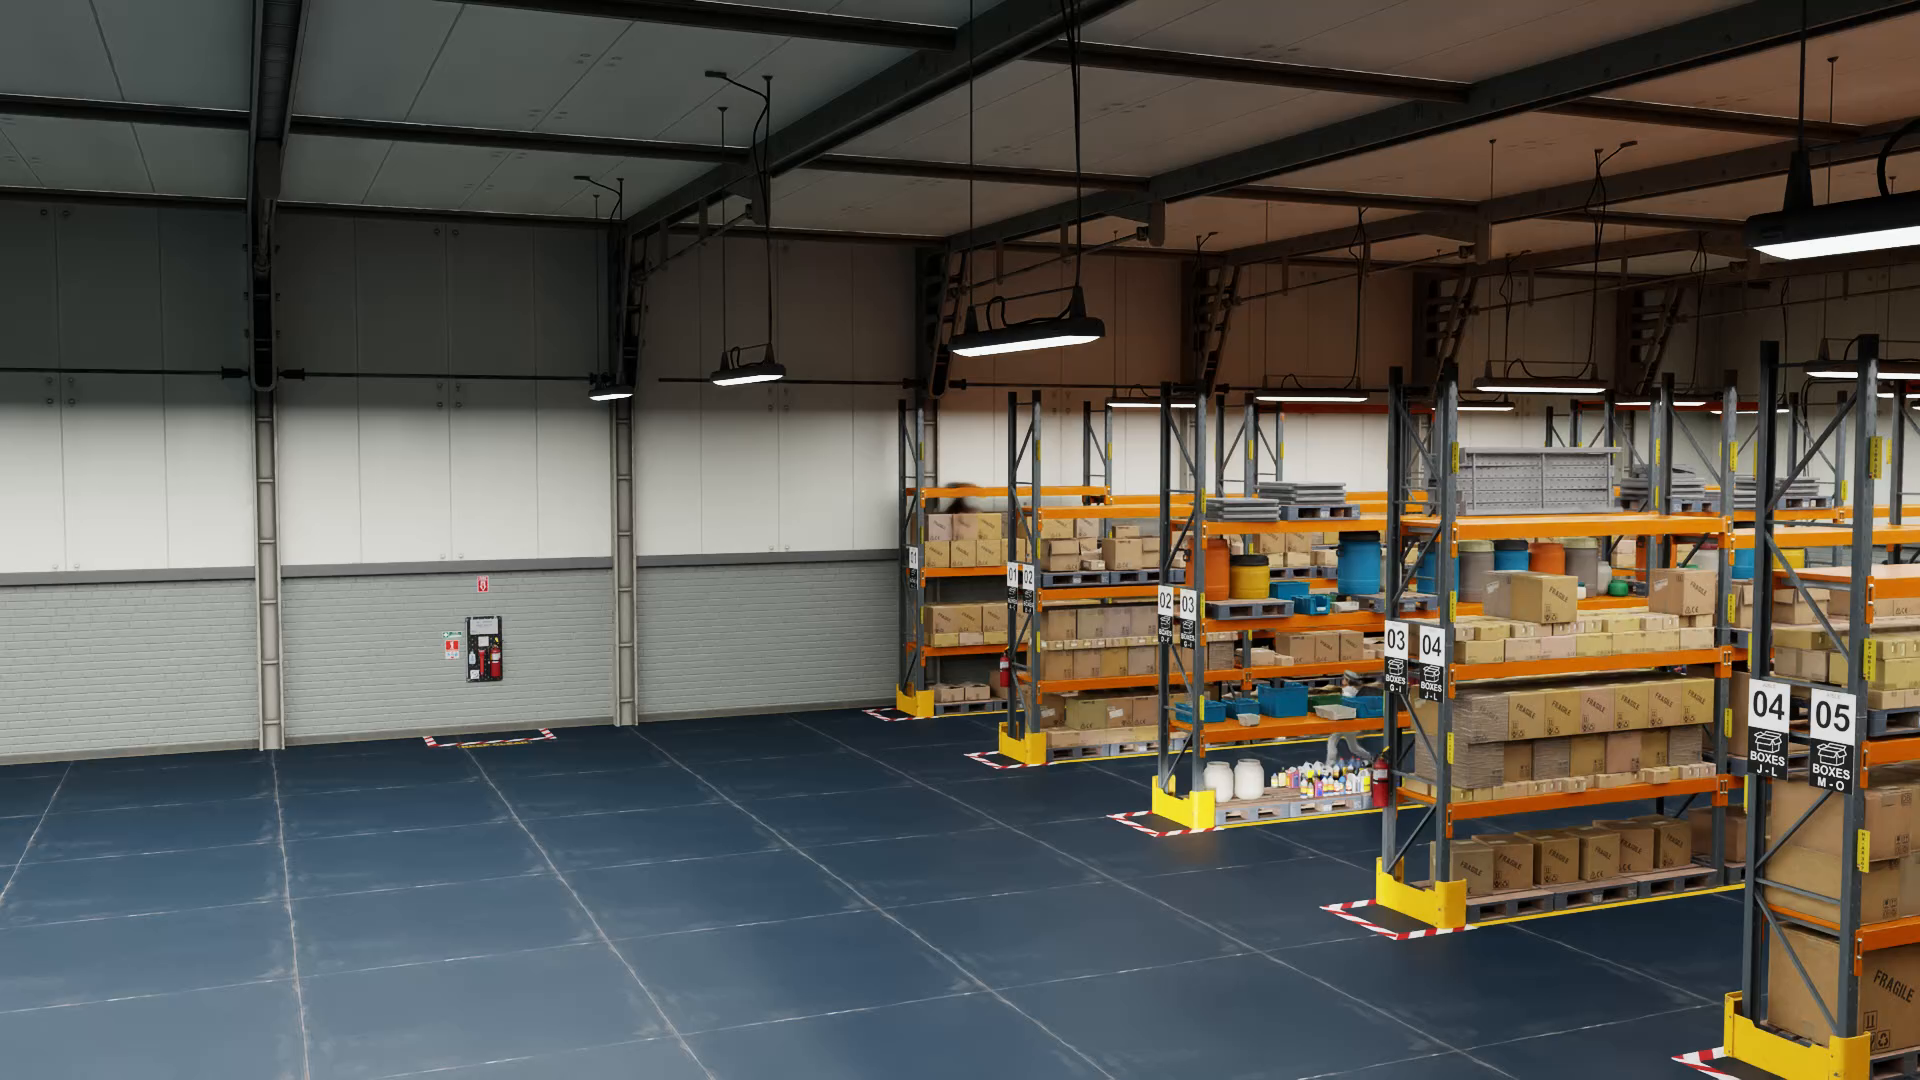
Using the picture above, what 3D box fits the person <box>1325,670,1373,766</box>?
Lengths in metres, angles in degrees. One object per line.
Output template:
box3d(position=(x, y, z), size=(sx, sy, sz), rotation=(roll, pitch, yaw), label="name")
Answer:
box3d(position=(5.990, 2.833, 25.803), size=(0.914, 1.637, 0.535), rotation=(0, 3, 3), label="person")
